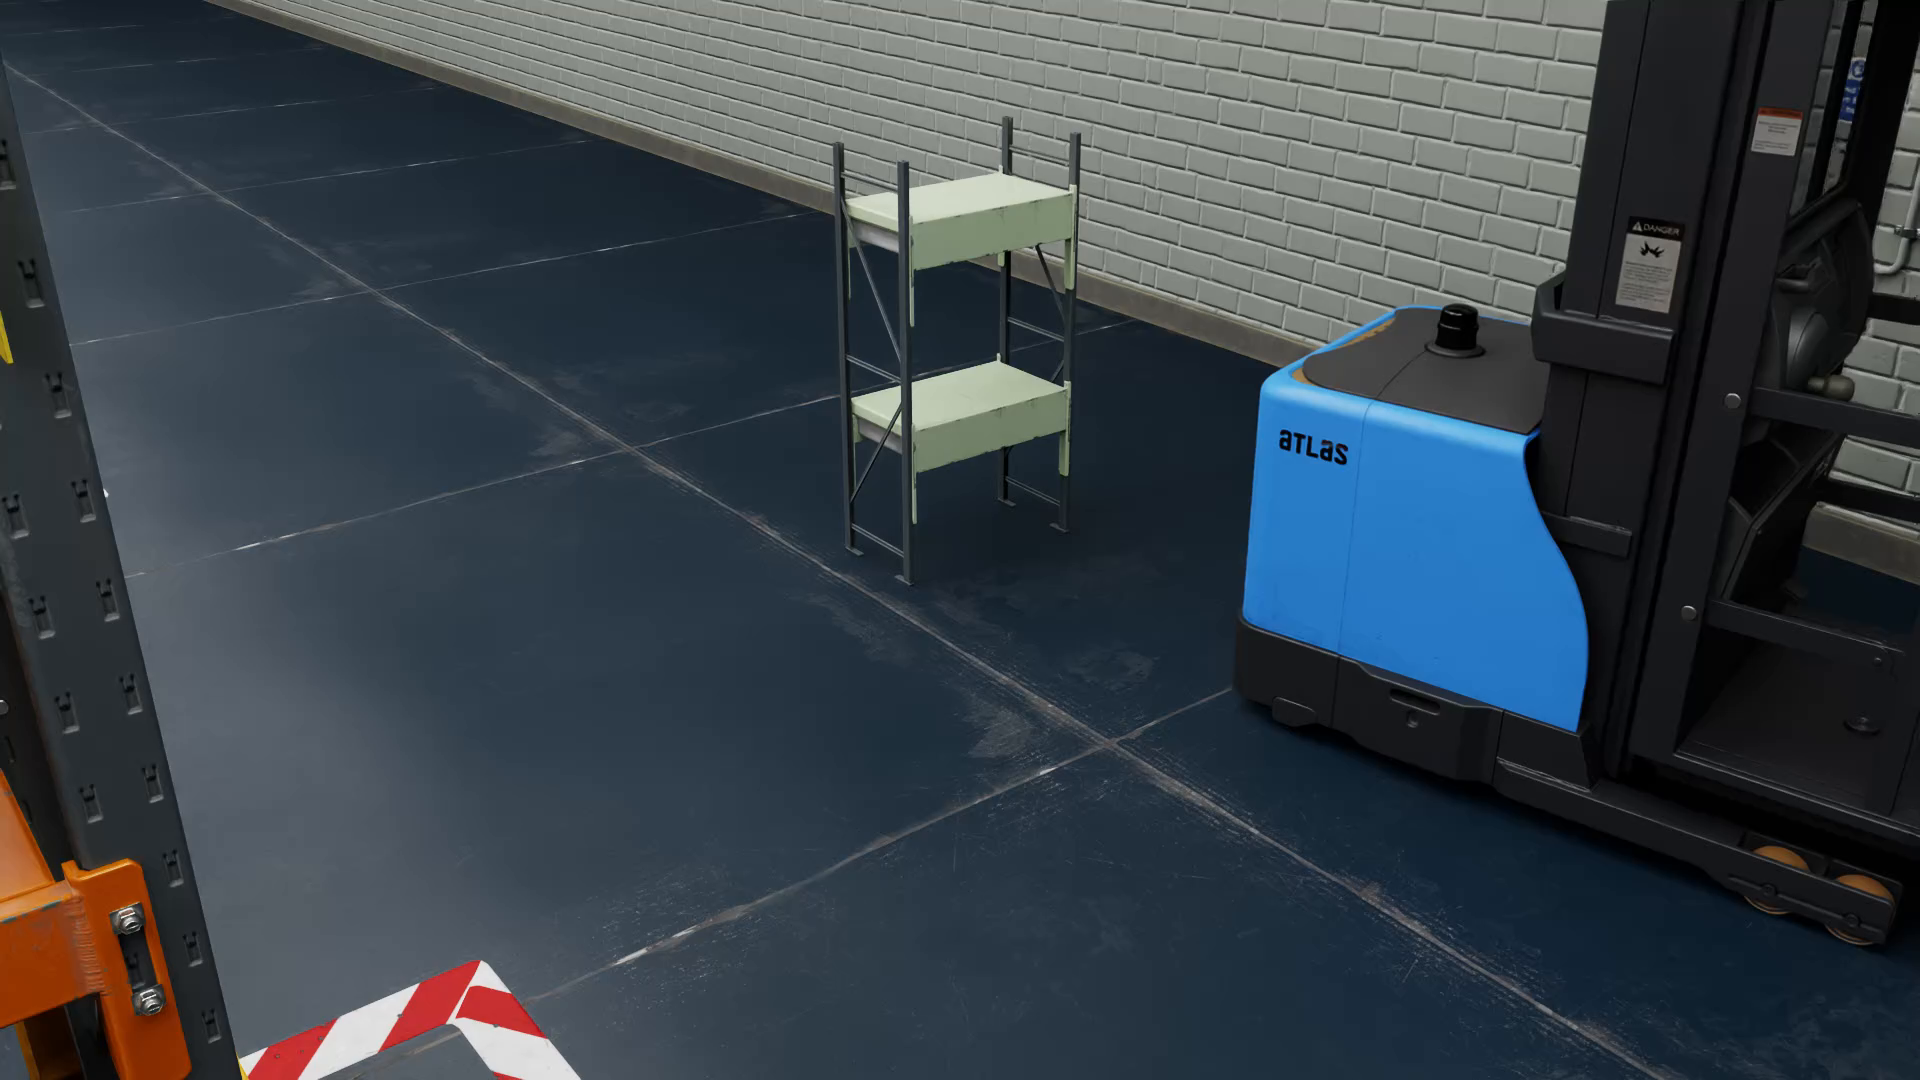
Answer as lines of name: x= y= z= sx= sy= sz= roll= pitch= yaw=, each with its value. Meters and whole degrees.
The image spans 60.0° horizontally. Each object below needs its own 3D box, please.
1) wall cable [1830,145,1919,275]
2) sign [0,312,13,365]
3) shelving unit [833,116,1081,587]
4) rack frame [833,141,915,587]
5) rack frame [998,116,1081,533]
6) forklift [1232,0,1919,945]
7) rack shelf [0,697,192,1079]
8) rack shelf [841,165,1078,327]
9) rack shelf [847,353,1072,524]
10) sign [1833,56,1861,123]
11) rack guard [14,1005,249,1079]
wall cable: x=3.024 y=-1.855 z=5.439 sx=0.123 sy=1.953 sz=0.585 roll=-18 pitch=31 yaw=-34
sign: x=-1.075 y=-0.356 z=1.798 sx=0.005 sy=0.325 sz=0.100 roll=-18 pitch=31 yaw=-34
shelving unit: x=-0.005 y=-0.679 z=5.931 sx=0.755 sy=1.500 sz=0.431 roll=-18 pitch=31 yaw=-34
rack frame: x=-0.293 y=-0.583 z=5.726 sx=0.023 sy=1.500 sz=0.400 roll=-18 pitch=31 yaw=-34
rack frame: x=0.283 y=-0.774 z=6.135 sx=0.023 sy=1.500 sz=0.400 roll=-18 pitch=31 yaw=-34
forklift: x=2.306 y=-0.585 z=4.029 sx=3.031 sy=2.935 sz=1.130 roll=19 pitch=31 yaw=34
rack shelf: x=-2.973 y=0.939 z=1.519 sx=4.000 sy=0.370 sz=1.077 roll=-18 pitch=31 yaw=-34
rack shelf: x=-0.005 y=-1.033 z=5.766 sx=0.720 sy=0.370 sz=0.431 roll=-18 pitch=31 yaw=-34
rack shelf: x=-0.005 y=-0.383 z=6.068 sx=0.720 sy=0.370 sz=0.431 roll=-18 pitch=31 yaw=-34
sign: x=3.042 y=-1.534 z=5.671 sx=0.001 sy=0.218 sz=0.327 roll=-18 pitch=31 yaw=-34
rack guard: x=-1.380 y=1.221 z=3.026 sx=0.348 sy=0.500 sz=1.175 roll=-18 pitch=31 yaw=-34
